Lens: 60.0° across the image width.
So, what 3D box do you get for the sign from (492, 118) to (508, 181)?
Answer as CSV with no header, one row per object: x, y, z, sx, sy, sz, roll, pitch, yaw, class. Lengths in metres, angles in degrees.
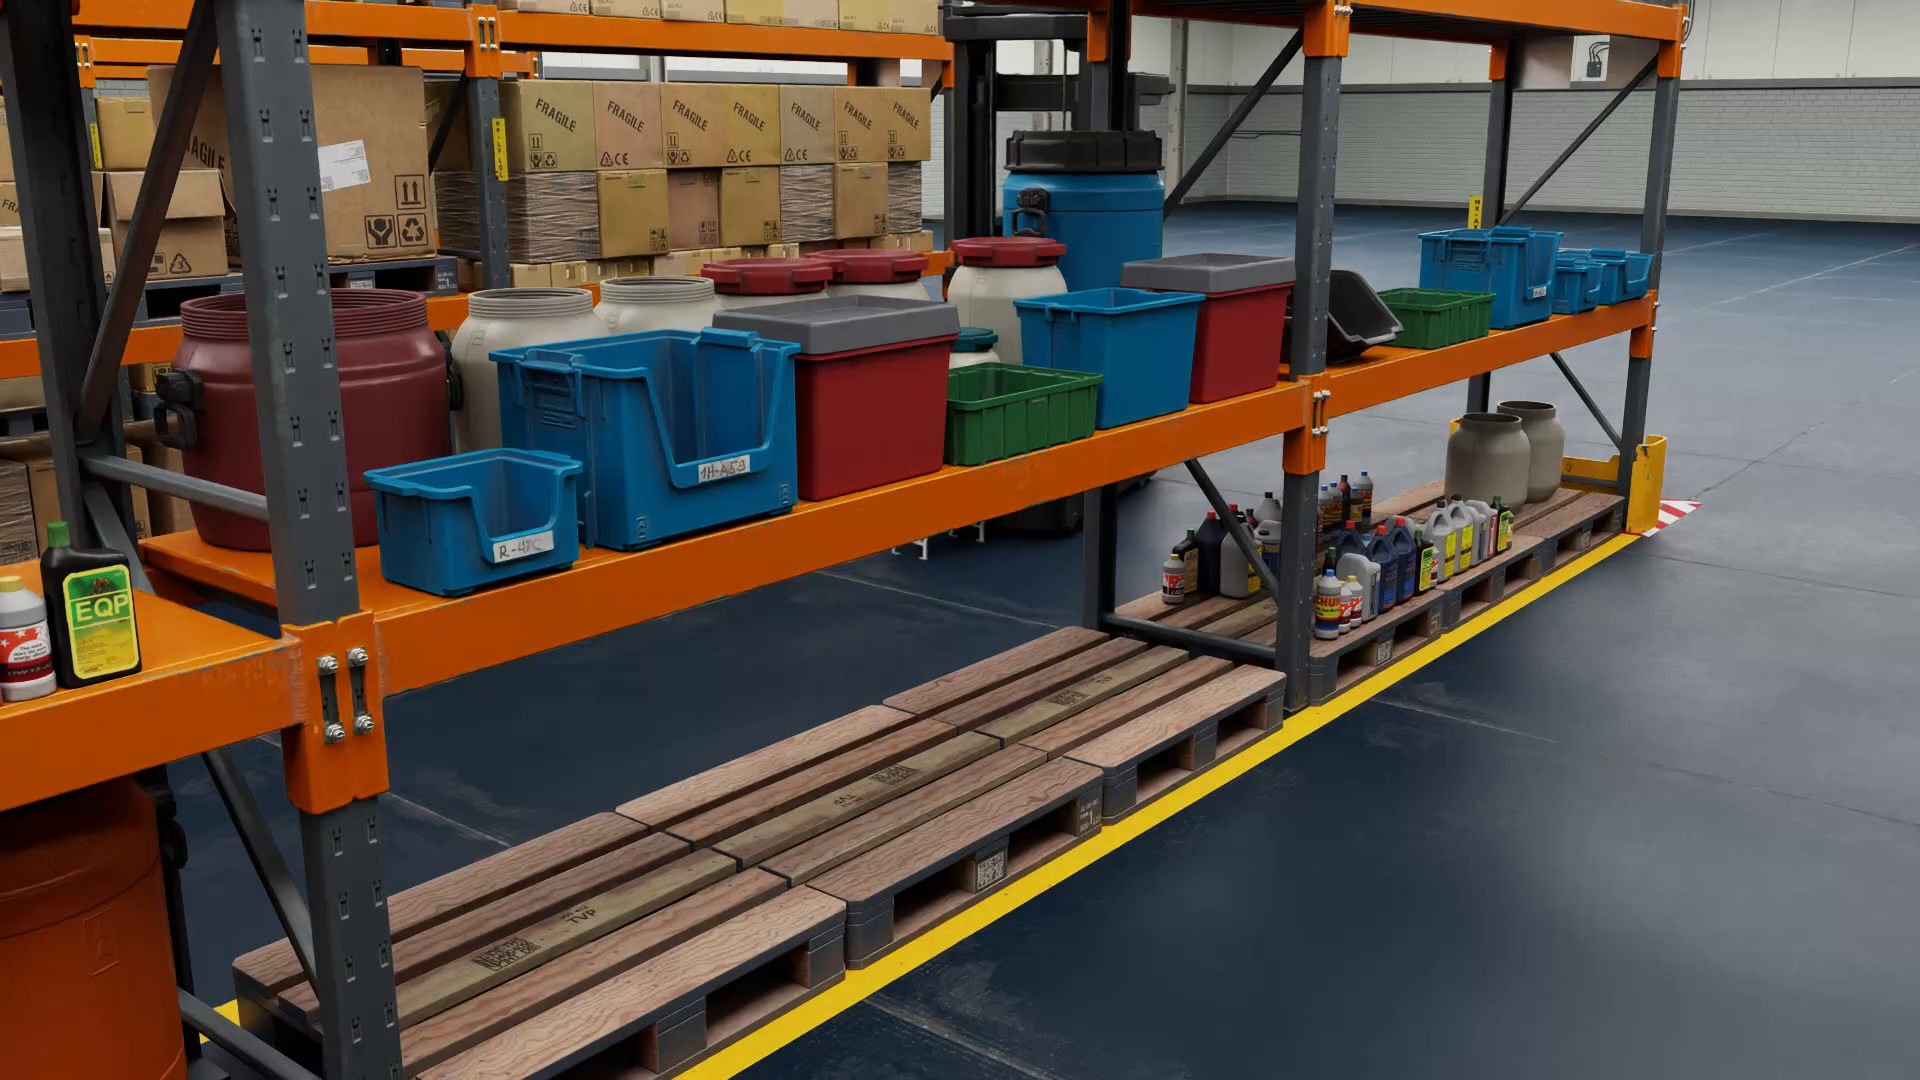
-2.480,-2.105,8.967,0.100,0.325,0.005,11,18,38,sign

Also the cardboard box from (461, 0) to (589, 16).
-2.432,-3.057,9.278,0.500,0.250,0.500,10,18,35,cardboard box

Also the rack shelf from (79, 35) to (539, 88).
-5.452,-3.905,13.770,1.077,0.370,4.000,11,18,38,rack shelf

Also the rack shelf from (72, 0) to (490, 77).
-4.171,-2.352,7.657,1.077,0.370,4.000,11,18,38,rack shelf

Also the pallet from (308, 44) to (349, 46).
-5.419,-4.215,13.710,1.003,0.211,1.213,11,18,38,pallet

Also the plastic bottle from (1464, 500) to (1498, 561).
2.459,-0.059,7.900,0.152,0.276,0.135,11,18,38,plastic bottle

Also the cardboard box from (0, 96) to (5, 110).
-9.502,-4.077,16.243,0.700,0.500,0.500,11,18,36,cardboard box

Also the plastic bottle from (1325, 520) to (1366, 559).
1.656,0.095,7.144,0.144,0.351,0.185,11,18,38,plastic bottle

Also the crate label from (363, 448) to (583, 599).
-1.019,-0.039,3.522,0.303,0.233,0.416,11,18,38,crate label

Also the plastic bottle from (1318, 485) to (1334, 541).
1.792,-0.136,8.214,0.097,0.271,0.097,0,14,0,plastic bottle

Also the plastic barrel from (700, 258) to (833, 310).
-0.567,-0.556,4.944,0.433,0.535,0.433,0,14,0,plastic barrel

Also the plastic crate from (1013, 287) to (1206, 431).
0.487,-0.596,5.409,0.392,0.384,0.575,11,18,38,plastic crate

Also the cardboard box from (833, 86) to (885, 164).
-0.863,-2.833,11.343,0.500,0.500,0.500,11,18,38,cardboard box

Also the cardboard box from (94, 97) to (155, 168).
-6.450,-3.078,12.649,0.875,0.550,0.550,11,18,38,cardboard box

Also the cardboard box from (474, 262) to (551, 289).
-2.545,-1.502,9.455,0.380,0.149,0.250,11,18,38,cardboard box

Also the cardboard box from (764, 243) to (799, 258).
-1.280,-1.884,10.956,0.380,0.149,0.250,11,18,38,cardboard box

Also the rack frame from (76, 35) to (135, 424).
-6.709,-2.416,12.543,1.000,3.000,0.127,11,18,38,rack frame

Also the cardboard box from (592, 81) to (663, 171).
-2.121,-2.450,9.835,0.500,0.500,0.500,11,18,38,cardboard box

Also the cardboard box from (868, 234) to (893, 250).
-0.693,-2.084,11.743,0.380,0.149,0.250,11,18,38,cardboard box

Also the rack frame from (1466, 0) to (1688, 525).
3.452,-1.629,9.443,1.000,3.000,0.127,11,18,38,rack frame

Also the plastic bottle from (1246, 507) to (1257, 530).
1.309,-0.002,7.662,0.061,0.283,0.133,13,19,41,plastic bottle

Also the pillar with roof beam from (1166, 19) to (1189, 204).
9.094,-12.689,40.797,9.100,9.000,0.400,11,18,38,pillar with roof beam

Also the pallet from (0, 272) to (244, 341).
-4.216,-1.156,7.971,1.003,0.211,1.213,11,18,38,pallet

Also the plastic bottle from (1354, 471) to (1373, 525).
2.070,-0.221,8.548,0.097,0.271,0.097,0,14,0,plastic bottle

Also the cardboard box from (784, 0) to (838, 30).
-1.146,-3.452,10.832,0.500,0.250,0.500,12,18,39,cardboard box

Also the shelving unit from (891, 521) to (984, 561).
-0.117,-0.540,8.811,0.258,1.200,0.503,11,18,37,shelving unit

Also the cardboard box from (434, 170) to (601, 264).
-2.583,-1.899,9.698,0.875,0.500,0.500,11,18,38,cardboard box

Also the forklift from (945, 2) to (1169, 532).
0.613,-1.784,10.194,1.130,2.935,3.031,6,15,21,forklift

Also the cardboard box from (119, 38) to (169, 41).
-8.548,-5.221,17.190,0.500,0.250,0.500,11,18,37,cardboard box

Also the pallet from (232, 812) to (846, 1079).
-1.059,1.112,4.316,1.003,0.211,1.213,11,18,38,pallet

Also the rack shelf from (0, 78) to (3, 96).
-13.228,-5.419,19.730,1.077,0.370,4.000,11,18,38,rack shelf

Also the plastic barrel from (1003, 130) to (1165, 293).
0.460,-1.079,6.260,0.600,0.901,0.708,11,18,38,plastic barrel

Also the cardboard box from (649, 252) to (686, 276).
-1.903,-1.691,10.198,0.380,0.149,0.250,11,18,38,cardboard box

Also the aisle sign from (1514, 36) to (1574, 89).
3.270,-2.948,9.356,0.394,0.787,0.004,11,18,38,aisle sign

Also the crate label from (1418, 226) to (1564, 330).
2.506,-1.252,7.887,0.502,0.435,0.616,11,18,38,crate label

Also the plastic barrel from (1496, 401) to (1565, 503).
3.098,-0.489,9.155,0.421,0.512,0.421,0,14,0,plastic barrel

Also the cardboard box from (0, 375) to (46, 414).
-7.029,-1.397,12.245,1.050,0.750,0.750,11,18,37,cardboard box

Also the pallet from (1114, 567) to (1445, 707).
1.393,0.366,7.252,1.003,0.211,1.213,11,18,38,pallet

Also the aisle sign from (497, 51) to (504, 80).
-4.383,-4.502,15.474,0.394,0.787,0.004,11,18,38,aisle sign

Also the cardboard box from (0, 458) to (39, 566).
-4.684,-0.105,7.627,0.700,0.500,0.500,9,17,33,cardboard box

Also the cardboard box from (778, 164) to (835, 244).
-1.336,-2.284,11.213,0.875,0.500,0.500,11,18,38,cardboard box

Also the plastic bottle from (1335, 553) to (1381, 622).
1.661,0.184,6.943,0.152,0.276,0.135,12,19,40,plastic bottle

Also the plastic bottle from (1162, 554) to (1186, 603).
0.924,0.162,7.182,0.097,0.201,0.097,0,14,0,plastic bottle

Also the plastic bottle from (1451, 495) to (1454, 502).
2.376,-0.079,7.963,0.061,0.283,0.133,11,18,38,plastic bottle

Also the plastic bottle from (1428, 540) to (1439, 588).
2.083,0.103,7.416,0.097,0.201,0.097,0,14,0,plastic bottle

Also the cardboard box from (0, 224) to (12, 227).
-4.590,-1.363,7.816,0.396,0.266,0.258,11,18,36,cardboard box

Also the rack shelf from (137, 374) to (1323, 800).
-0.319,-0.131,5.009,1.077,0.370,4.000,11,18,38,rack shelf
